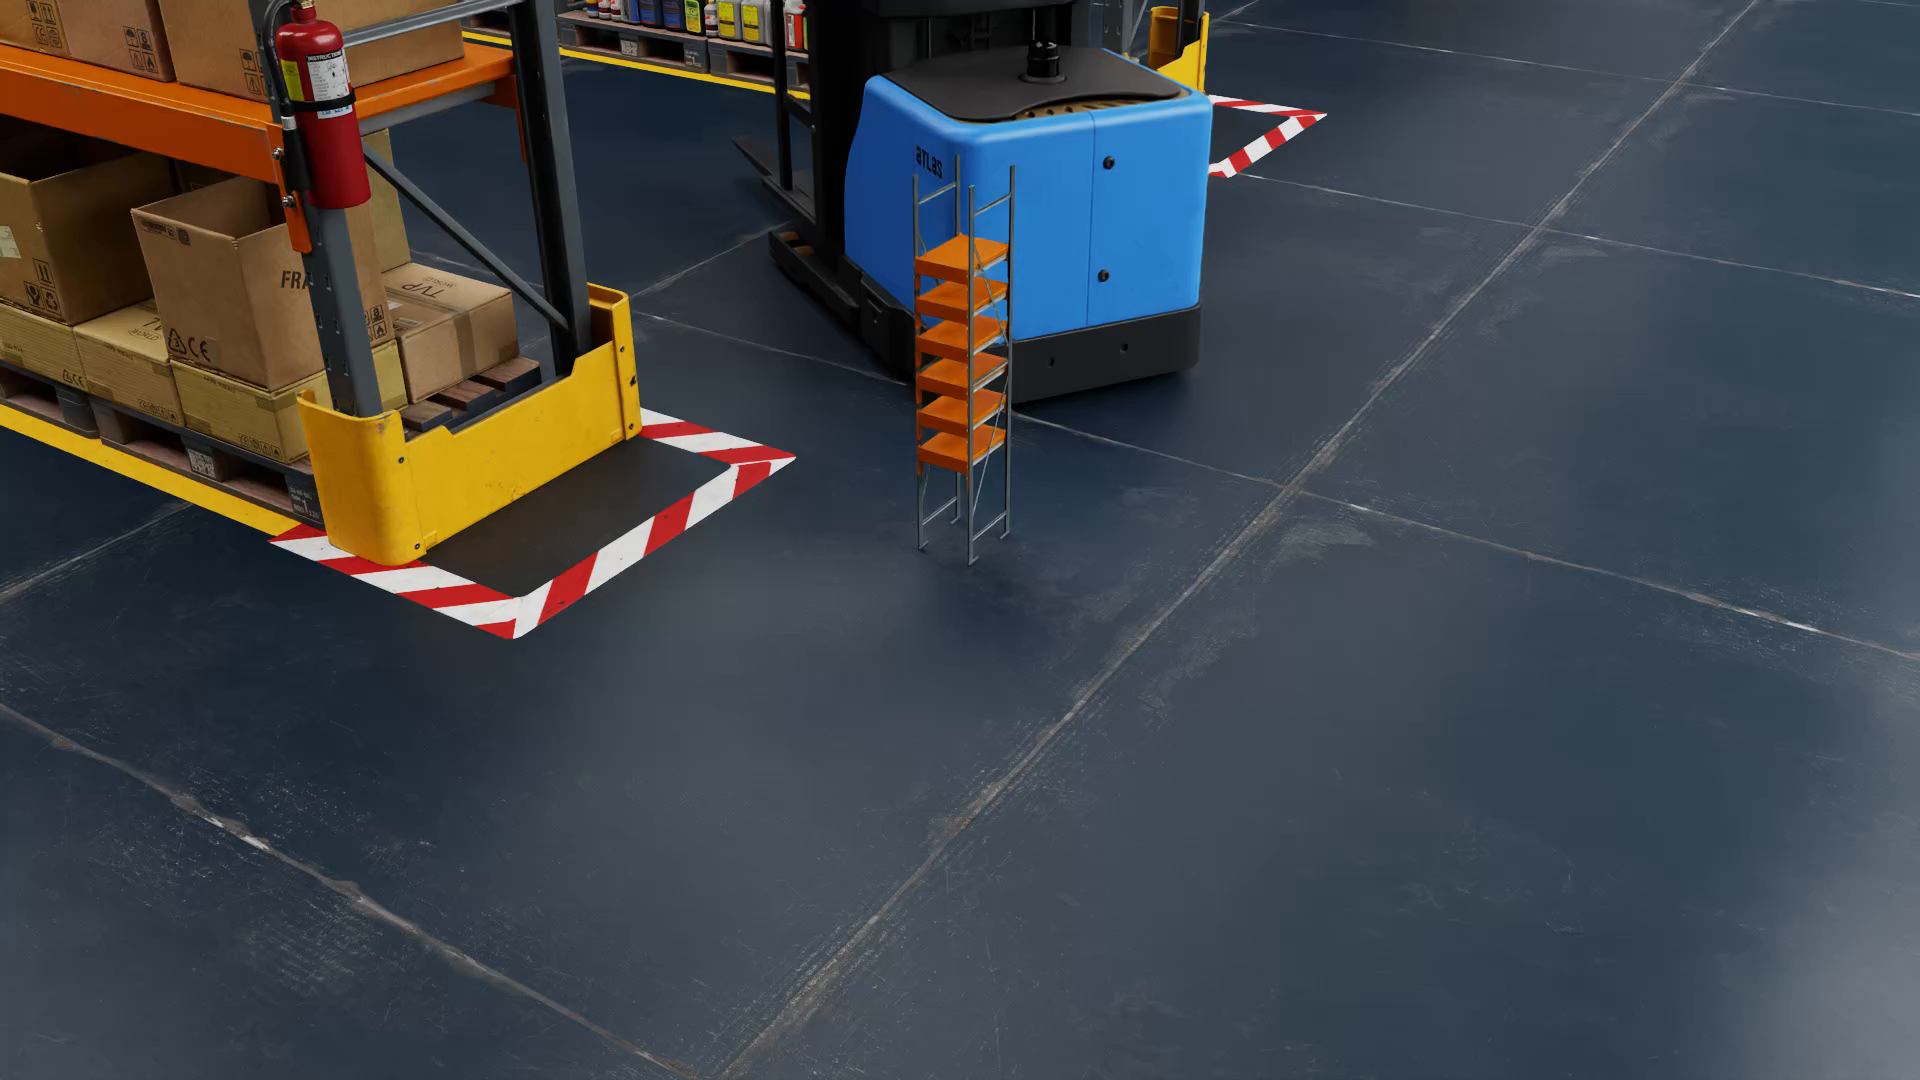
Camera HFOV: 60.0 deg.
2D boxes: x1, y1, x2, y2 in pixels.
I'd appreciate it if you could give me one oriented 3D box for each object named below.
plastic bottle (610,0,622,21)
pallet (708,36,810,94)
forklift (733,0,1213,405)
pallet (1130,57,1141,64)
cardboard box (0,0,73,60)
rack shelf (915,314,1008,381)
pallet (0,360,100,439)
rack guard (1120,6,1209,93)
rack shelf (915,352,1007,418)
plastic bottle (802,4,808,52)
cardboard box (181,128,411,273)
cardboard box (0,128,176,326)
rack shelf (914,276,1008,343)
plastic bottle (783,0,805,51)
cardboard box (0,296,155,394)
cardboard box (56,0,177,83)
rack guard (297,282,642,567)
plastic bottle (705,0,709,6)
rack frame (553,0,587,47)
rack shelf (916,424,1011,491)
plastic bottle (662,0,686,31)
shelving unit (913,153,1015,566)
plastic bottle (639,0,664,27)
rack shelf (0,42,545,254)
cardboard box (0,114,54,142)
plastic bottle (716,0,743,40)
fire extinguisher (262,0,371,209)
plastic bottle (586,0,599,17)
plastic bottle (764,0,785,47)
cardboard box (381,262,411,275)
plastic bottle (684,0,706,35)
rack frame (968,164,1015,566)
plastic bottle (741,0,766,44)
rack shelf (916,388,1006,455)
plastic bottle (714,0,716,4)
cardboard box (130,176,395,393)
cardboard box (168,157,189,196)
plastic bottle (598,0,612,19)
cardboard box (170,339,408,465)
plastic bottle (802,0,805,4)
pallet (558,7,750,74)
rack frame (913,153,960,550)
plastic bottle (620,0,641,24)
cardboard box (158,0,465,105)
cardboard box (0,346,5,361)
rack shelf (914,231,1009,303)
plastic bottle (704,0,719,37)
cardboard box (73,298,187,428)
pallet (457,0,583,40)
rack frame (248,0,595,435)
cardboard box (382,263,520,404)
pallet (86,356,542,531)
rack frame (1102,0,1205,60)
[{"bbox_3d":[-2.127,-3.342,10.343,0.097,0.201,0.097,0,30,0],"label":"plastic bottle"},{"bbox_3d":[-0.752,-2.959,10.113,1.213,0.211,1.003,18,35,27],"label":"pallet"},{"bbox_3d":[-0.181,-2.442,6.527,1.130,2.935,3.031,-13,33,-21],"label":"forklift"},{"bbox_3d":[0.277,-2.632,9.552,1.213,0.211,1.003,18,35,27],"label":"pallet"},{"bbox_3d":[-2.838,-1.951,5.518,0.500,0.500,0.700,18,35,28],"label":"cardboard box"},{"bbox_3d":[0.012,-0.580,4.903,0.180,0.103,0.258,18,35,27],"label":"rack shelf"},{"bbox_3d":[-3.284,-0.813,6.434,1.213,0.211,1.003,18,35,27],"label":"pallet"},{"bbox_3d":[0.962,-2.537,9.102,0.348,0.500,1.175,18,35,27],"label":"rack guard"},{"bbox_3d":[0.012,-0.476,4.963,0.180,0.103,0.258,18,35,27],"label":"rack shelf"},{"bbox_3d":[-0.846,-2.961,9.609,0.133,0.283,0.061,18,35,29],"label":"plastic bottle"},{"bbox_3d":[-2.345,-1.193,5.885,0.500,0.500,0.500,18,35,27],"label":"cardboard box"},{"bbox_3d":[-3.052,-1.099,5.725,0.500,0.500,0.500,18,35,27],"label":"cardboard box"},{"bbox_3d":[0.012,-0.683,4.842,0.180,0.103,0.258,18,35,27],"label":"rack shelf"},{"bbox_3d":[-0.936,-3.014,9.706,0.135,0.276,0.152,18,35,28],"label":"plastic bottle"},{"bbox_3d":[-3.051,-0.776,5.916,0.500,0.250,0.500,18,35,27],"label":"cardboard box"},{"bbox_3d":[-2.421,-1.816,5.286,0.500,0.500,0.700,19,35,29],"label":"cardboard box"},{"bbox_3d":[-1.565,-0.417,5.469,0.348,0.500,1.175,18,35,27],"label":"rack guard"},{"bbox_3d":[-1.569,-3.232,10.084,0.097,0.271,0.097,0,30,0],"label":"plastic bottle"},{"bbox_3d":[-2.336,-4.688,10.309,0.127,3.000,1.000,18,35,27],"label":"rack frame"},{"bbox_3d":[0.012,-0.269,5.084,0.180,0.103,0.258,18,35,27],"label":"rack shelf"},{"bbox_3d":[-1.713,-3.290,10.104,0.185,0.351,0.144,16,34,25],"label":"plastic bottle"},{"bbox_3d":[0.012,-0.514,4.941,0.189,1.200,0.258,18,35,27],"label":"shelving unit"},{"bbox_3d":[-1.873,-3.340,10.191,0.185,0.351,0.144,19,35,29],"label":"plastic bottle"},{"bbox_3d":[-3.279,-1.728,5.950,4.000,0.370,1.077,18,35,27],"label":"rack shelf"},{"bbox_3d":[-3.475,-1.234,5.956,0.500,0.500,0.500,18,35,27],"label":"cardboard box"},{"bbox_3d":[-1.353,-3.176,9.909,0.185,0.351,0.144,17,34,27],"label":"plastic bottle"},{"bbox_3d":[-1.732,-1.240,4.475,0.183,0.674,0.296,18,35,27],"label":"fire extinguisher"},{"bbox_3d":[-2.299,-3.427,10.418,0.097,0.271,0.097,0,30,0],"label":"plastic bottle"},{"bbox_3d":[-1.053,-3.051,9.770,0.135,0.276,0.152,17,34,26],"label":"plastic bottle"},{"bbox_3d":[-2.346,-0.868,6.073,0.500,0.250,0.500,18,35,27],"label":"cardboard box"},{"bbox_3d":[-1.596,-3.199,10.015,0.133,0.283,0.061,19,35,29],"label":"plastic bottle"},{"bbox_3d":[0.090,-0.490,4.899,0.006,1.200,0.240,18,35,27],"label":"rack frame"},{"bbox_3d":[-1.196,-3.126,9.824,0.185,0.351,0.144,19,35,29],"label":"plastic bottle"},{"bbox_3d":[0.012,-0.372,5.024,0.180,0.103,0.258,18,35,27],"label":"rack shelf"},{"bbox_3d":[-1.533,-3.531,10.591,0.135,0.276,0.152,18,35,27],"label":"plastic bottle"},{"bbox_3d":[-2.197,-0.837,5.277,0.500,0.500,0.500,18,35,27],"label":"cardboard box"},{"bbox_3d":[-2.776,-1.321,6.105,0.500,0.500,0.500,18,35,27],"label":"cardboard box"},{"bbox_3d":[-2.213,-3.370,10.389,0.097,0.201,0.097,0,30,0],"label":"plastic bottle"},{"bbox_3d":[-2.196,-0.514,5.467,0.500,0.250,0.500,18,35,27],"label":"cardboard box"},{"bbox_3d":[-0.880,-3.063,9.782,0.133,0.283,0.061,18,35,27],"label":"plastic bottle"},{"bbox_3d":[-1.790,-3.286,10.673,1.213,0.211,1.003,18,35,27],"label":"pallet"},{"bbox_3d":[-0.065,-0.539,4.983,0.006,1.200,0.240,18,35,27],"label":"rack frame"},{"bbox_3d":[-2.011,-3.354,10.289,0.135,0.276,0.152,19,35,29],"label":"plastic bottle"},{"bbox_3d":[-1.974,-1.677,5.048,0.500,0.500,0.700,18,35,27],"label":"cardboard box"},{"bbox_3d":[-3.473,-0.911,6.147,0.500,0.250,0.500,18,35,27],"label":"cardboard box"},{"bbox_3d":[0.012,-0.787,4.782,0.180,0.103,0.258,18,35,27],"label":"rack shelf"},{"bbox_3d":[-1.486,-3.139,9.995,0.097,0.201,0.097,0,30,0],"label":"plastic bottle"},{"bbox_3d":[-2.626,-0.643,5.688,0.500,0.250,0.500,18,35,27],"label":"cardboard box"},{"bbox_3d":[-3.022,-3.677,11.344,1.213,0.211,1.003,18,35,27],"label":"pallet"},{"bbox_3d":[-1.585,-1.503,4.850,0.127,3.000,1.000,18,35,27],"label":"rack frame"},{"bbox_3d":[-1.921,-0.736,5.846,0.500,0.250,0.500,18,35,27],"label":"cardboard box"},{"bbox_3d":[-2.255,-0.486,5.873,1.213,0.211,1.003,18,35,27],"label":"pallet"},{"bbox_3d":[1.052,-3.616,8.472,0.127,3.000,1.000,18,35,27],"label":"rack frame"}]
